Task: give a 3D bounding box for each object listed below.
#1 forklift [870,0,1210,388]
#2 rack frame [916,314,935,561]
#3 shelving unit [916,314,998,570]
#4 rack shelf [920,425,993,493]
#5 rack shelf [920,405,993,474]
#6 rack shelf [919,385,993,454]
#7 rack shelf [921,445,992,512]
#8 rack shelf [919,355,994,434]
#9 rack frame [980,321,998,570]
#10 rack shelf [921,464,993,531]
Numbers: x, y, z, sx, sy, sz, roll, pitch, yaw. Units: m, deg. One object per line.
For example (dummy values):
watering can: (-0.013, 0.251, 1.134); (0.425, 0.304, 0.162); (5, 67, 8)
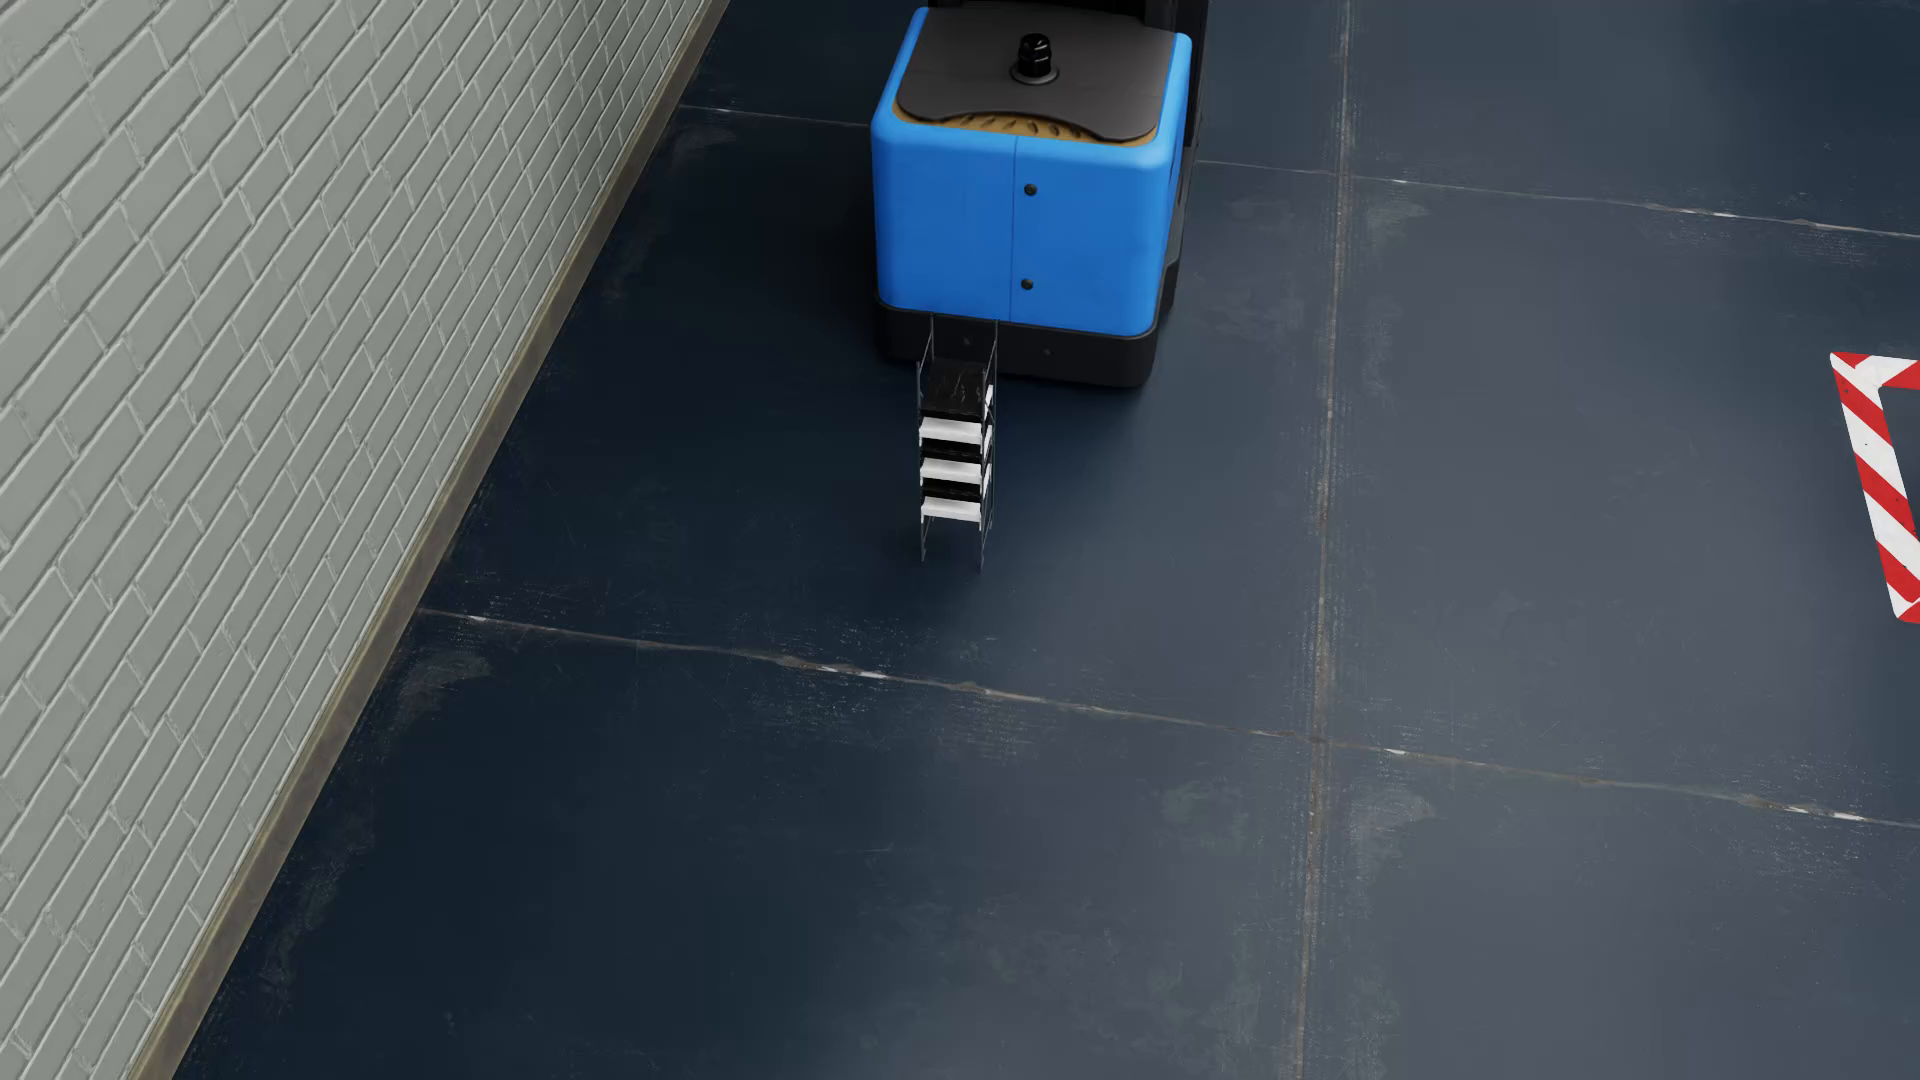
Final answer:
forklift: (0.465, -2.660, 6.170); (1.130, 2.935, 3.031); (8, 49, 7)
rack frame: (-0.108, -0.315, 5.428); (0.006, 0.900, 0.240); (8, 49, 7)
shelving unit: (-0.008, -0.302, 5.416); (0.210, 0.900, 0.258); (8, 49, 7)
rack shelf: (-0.008, -0.280, 5.441); (0.200, 0.077, 0.258); (8, 49, 7)
rack shelf: (-0.008, -0.340, 5.374); (0.200, 0.077, 0.258); (8, 49, 7)
rack shelf: (-0.008, -0.400, 5.307); (0.200, 0.077, 0.258); (8, 49, 7)
rack shelf: (-0.008, -0.219, 5.508); (0.200, 0.077, 0.258); (8, 49, 7)
rack shelf: (-0.008, -0.460, 5.240); (0.200, 0.077, 0.258); (8, 49, 7)
rack frame: (0.092, -0.288, 5.404); (0.006, 0.900, 0.240); (8, 49, 7)
rack shelf: (-0.008, -0.159, 5.575); (0.200, 0.077, 0.258); (8, 49, 7)
